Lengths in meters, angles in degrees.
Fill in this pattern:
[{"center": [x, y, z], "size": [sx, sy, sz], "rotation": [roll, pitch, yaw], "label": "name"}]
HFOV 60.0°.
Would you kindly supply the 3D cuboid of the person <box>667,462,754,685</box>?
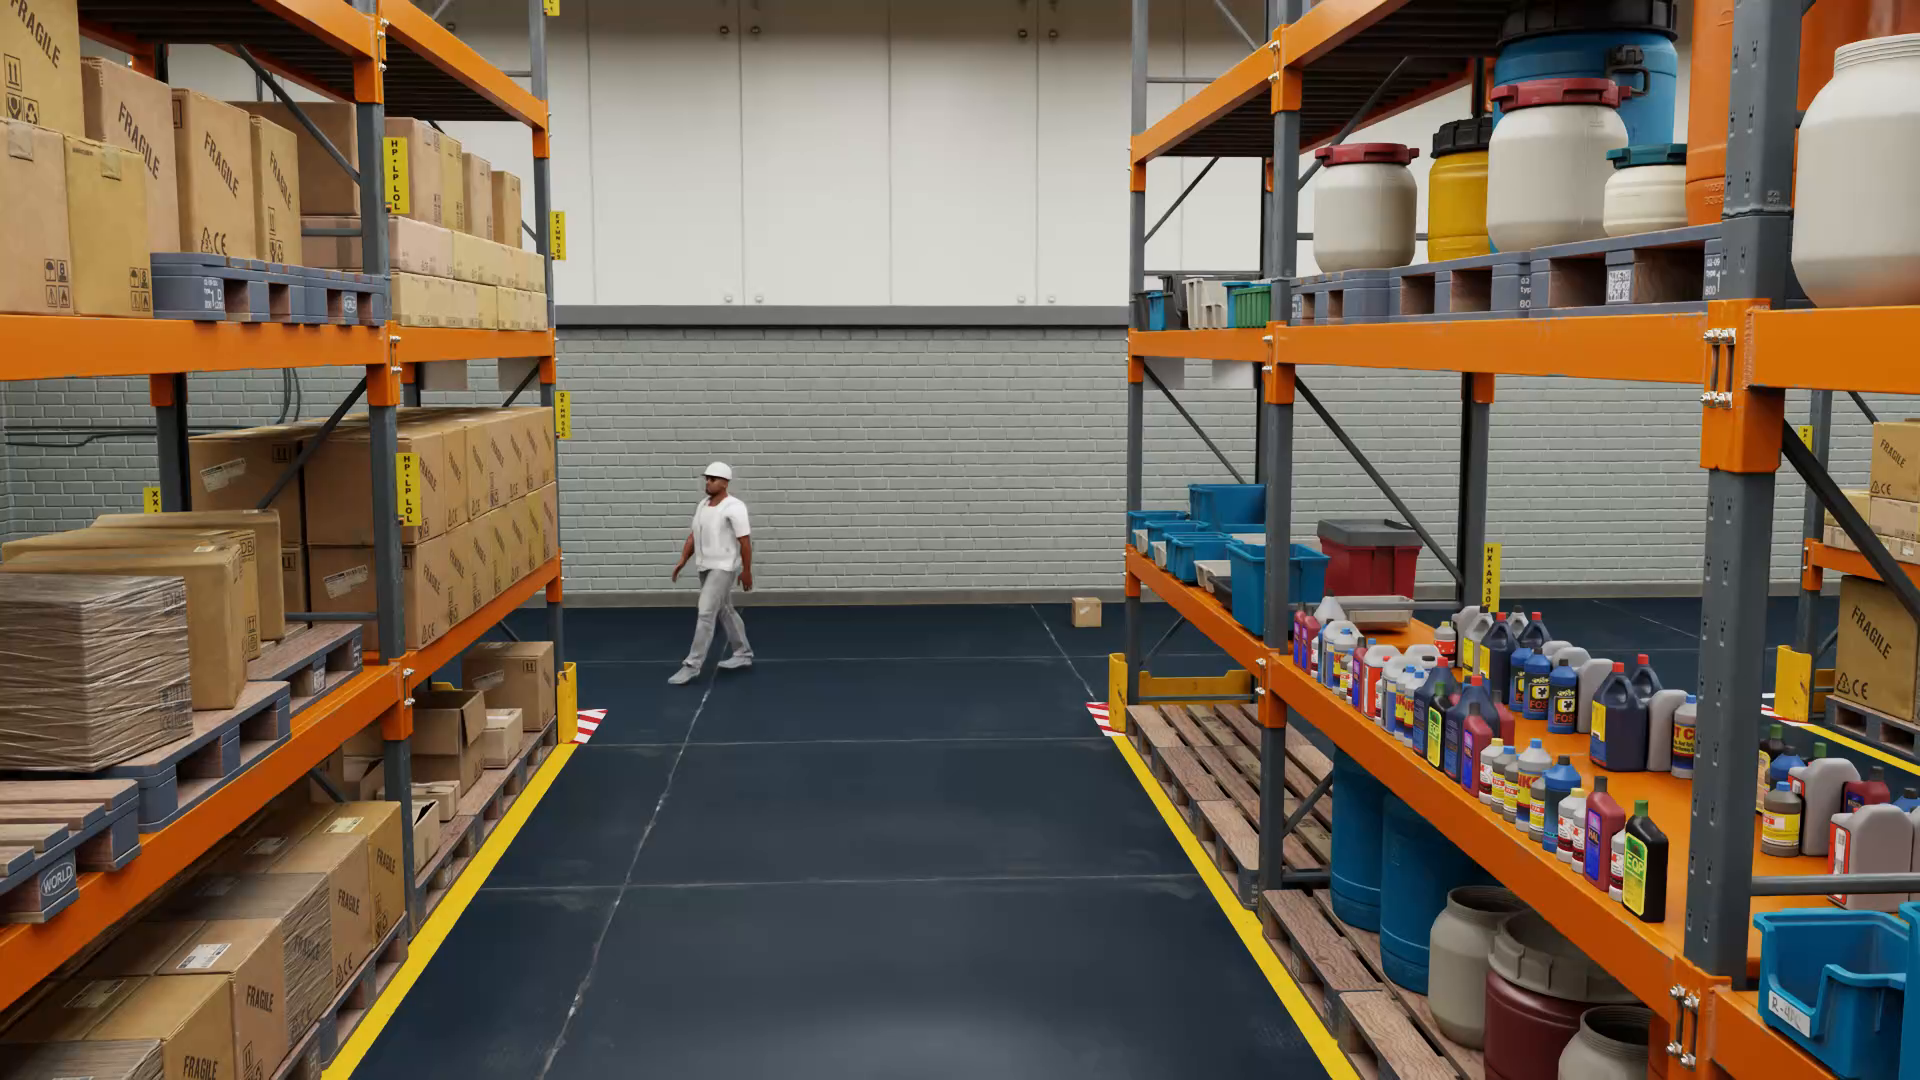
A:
[{"center": [-2.073, 0.240, 13.563], "size": [0.906, 1.745, 0.565], "rotation": [-6, 9, -40], "label": "person"}]
